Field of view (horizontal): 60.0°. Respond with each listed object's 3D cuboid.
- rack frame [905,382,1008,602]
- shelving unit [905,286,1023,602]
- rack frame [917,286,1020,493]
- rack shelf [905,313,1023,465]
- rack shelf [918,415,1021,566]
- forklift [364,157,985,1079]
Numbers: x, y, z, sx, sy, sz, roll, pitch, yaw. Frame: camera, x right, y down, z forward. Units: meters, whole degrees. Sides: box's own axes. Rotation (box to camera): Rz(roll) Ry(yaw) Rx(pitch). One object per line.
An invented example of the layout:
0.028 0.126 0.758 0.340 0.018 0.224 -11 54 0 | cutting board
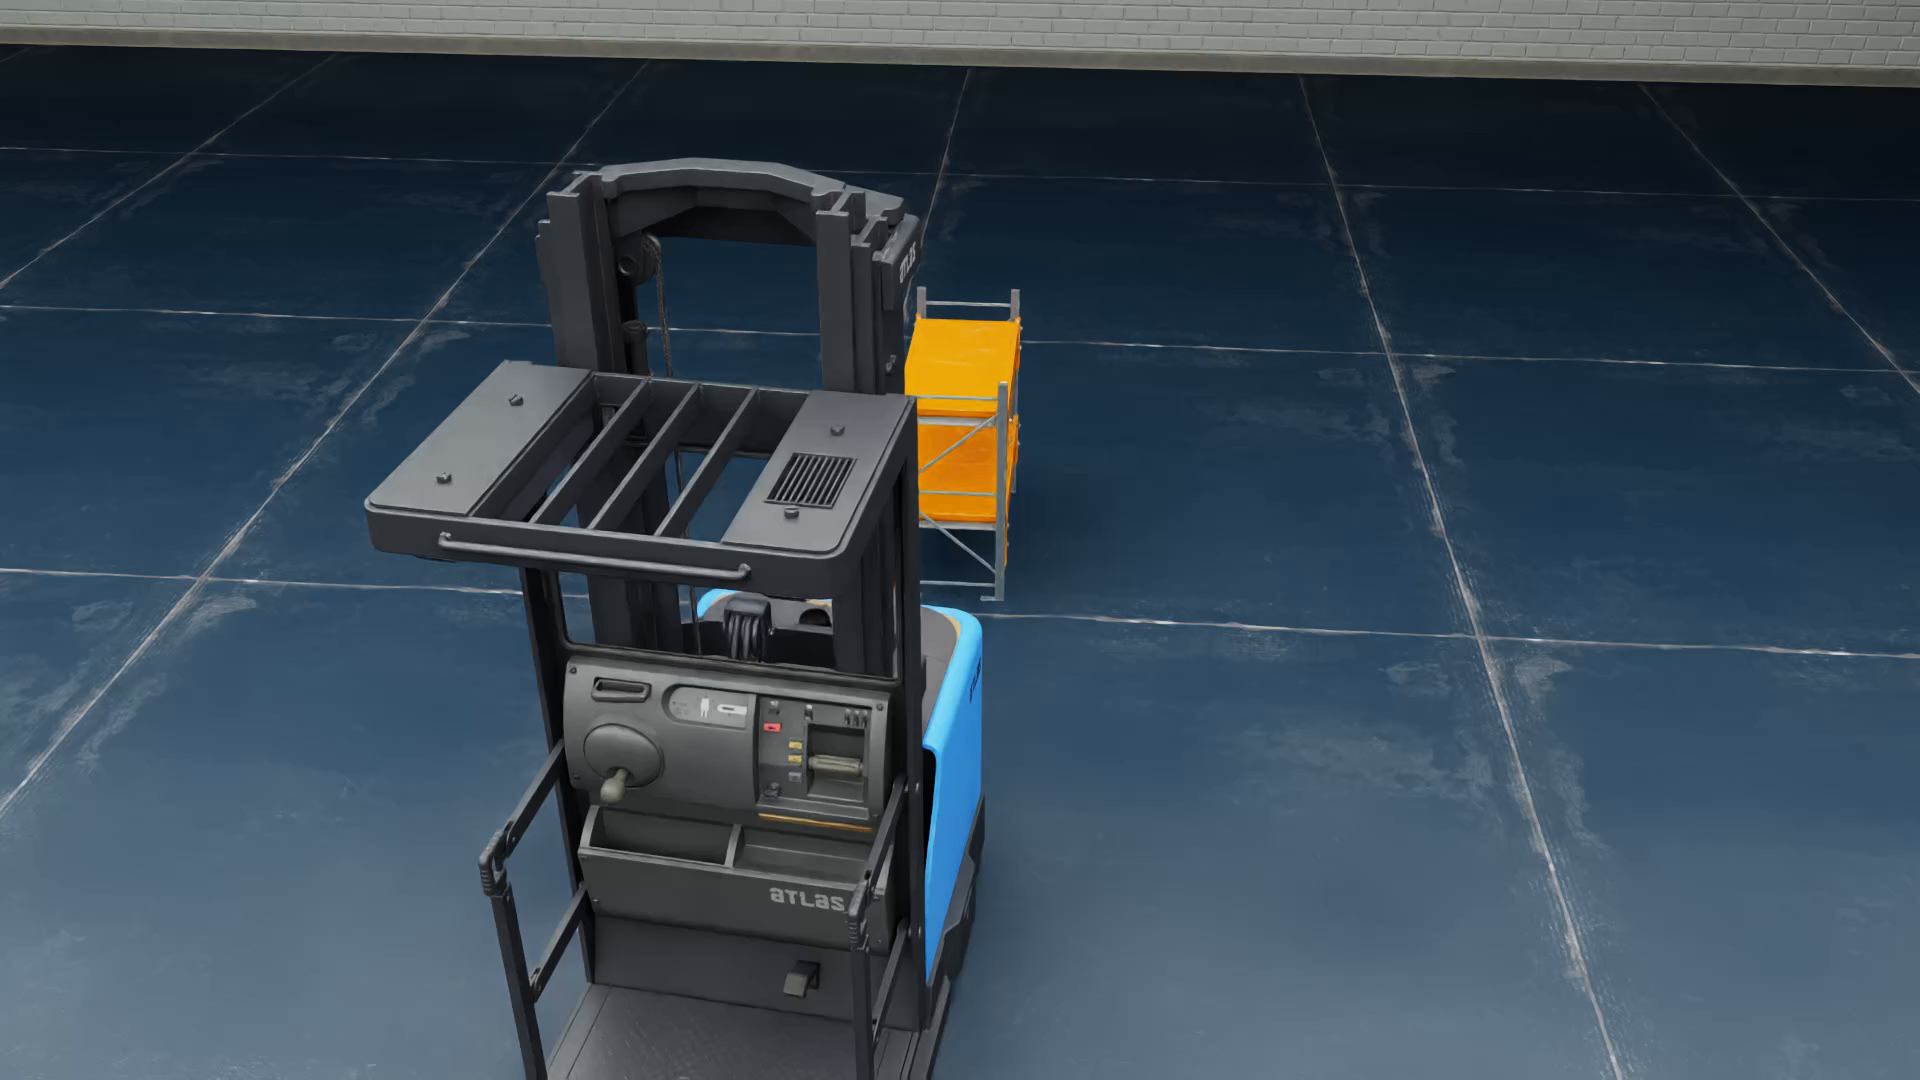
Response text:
-0.042 -0.210 7.518 0.500 1.125 0.032 2 32 4 | rack frame
-0.001 -0.475 7.949 0.538 1.125 1.048 2 32 4 | shelving unit
0.041 -0.741 8.380 0.500 1.125 0.032 2 32 4 | rack frame
-0.001 -0.725 7.796 0.538 0.278 1.000 2 32 4 | rack shelf
-0.001 -0.267 8.077 0.538 0.278 1.000 2 32 4 | rack shelf
-0.694 0.622 4.447 1.130 2.935 3.031 6 32 9 | forklift
